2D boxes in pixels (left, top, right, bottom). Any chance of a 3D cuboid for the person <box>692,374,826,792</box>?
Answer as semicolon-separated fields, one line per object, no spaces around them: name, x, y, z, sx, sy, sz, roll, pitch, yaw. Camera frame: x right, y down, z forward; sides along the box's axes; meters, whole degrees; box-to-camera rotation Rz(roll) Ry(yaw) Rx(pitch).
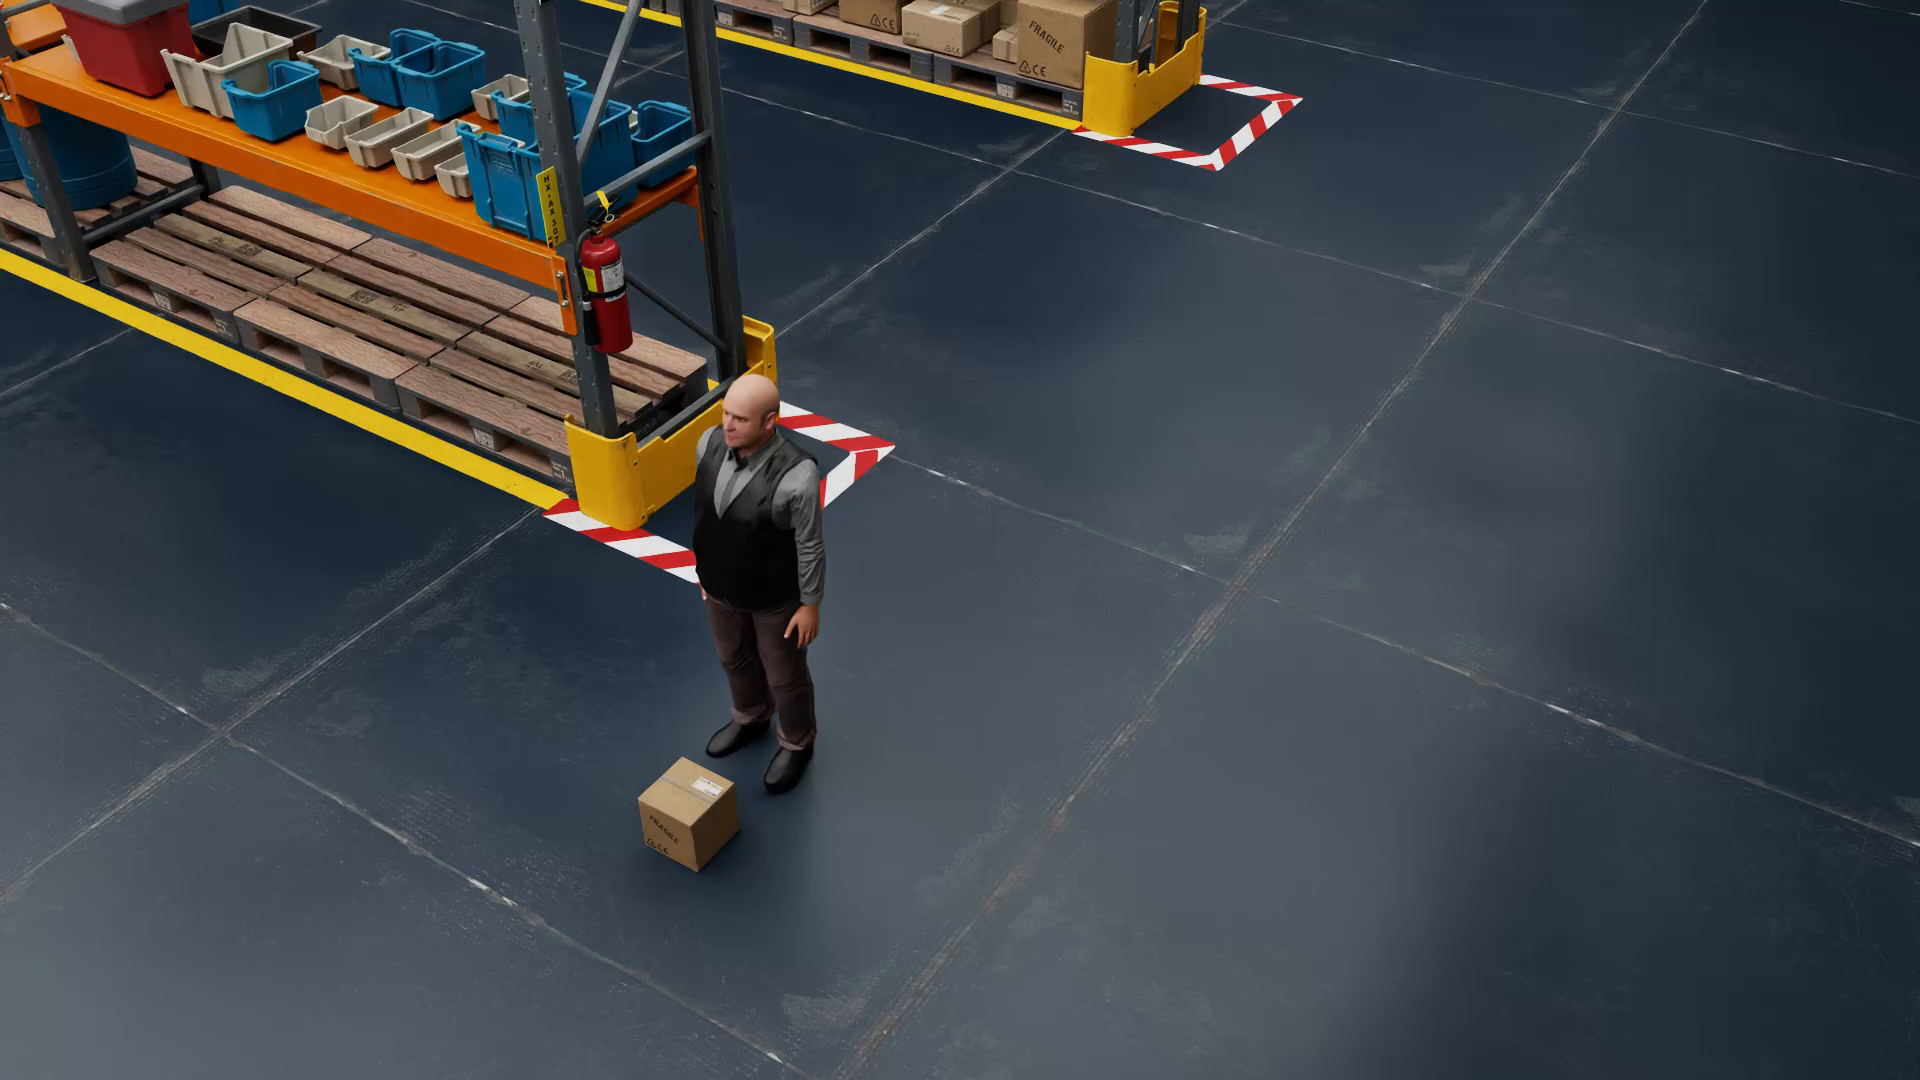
person;-0.720;0.175;5.954;0.544;1.740;0.358;21;43;25
